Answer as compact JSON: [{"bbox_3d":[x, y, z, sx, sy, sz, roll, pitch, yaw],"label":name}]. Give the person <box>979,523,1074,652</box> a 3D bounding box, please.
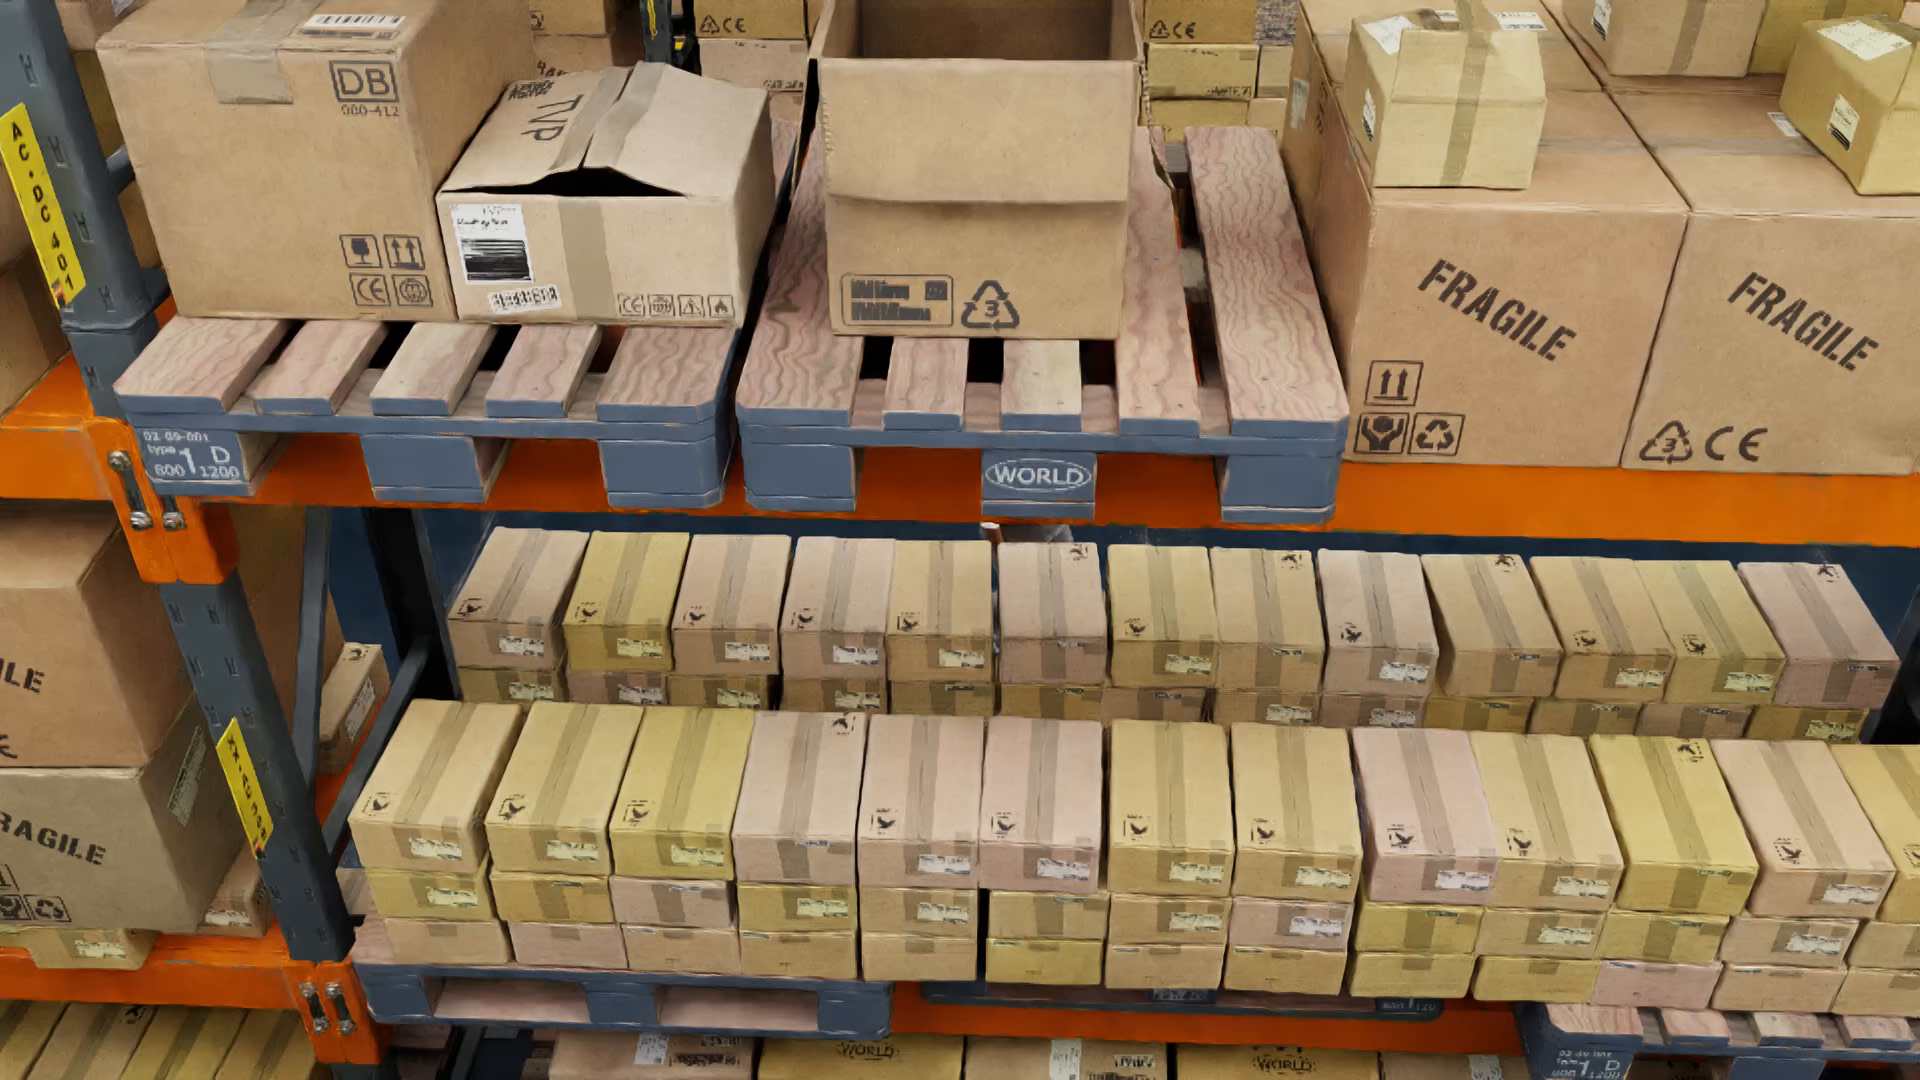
[{"bbox_3d":[0.240,-0.024,6.161,0.579,1.598,0.463,21,41,26],"label":"person"}]
